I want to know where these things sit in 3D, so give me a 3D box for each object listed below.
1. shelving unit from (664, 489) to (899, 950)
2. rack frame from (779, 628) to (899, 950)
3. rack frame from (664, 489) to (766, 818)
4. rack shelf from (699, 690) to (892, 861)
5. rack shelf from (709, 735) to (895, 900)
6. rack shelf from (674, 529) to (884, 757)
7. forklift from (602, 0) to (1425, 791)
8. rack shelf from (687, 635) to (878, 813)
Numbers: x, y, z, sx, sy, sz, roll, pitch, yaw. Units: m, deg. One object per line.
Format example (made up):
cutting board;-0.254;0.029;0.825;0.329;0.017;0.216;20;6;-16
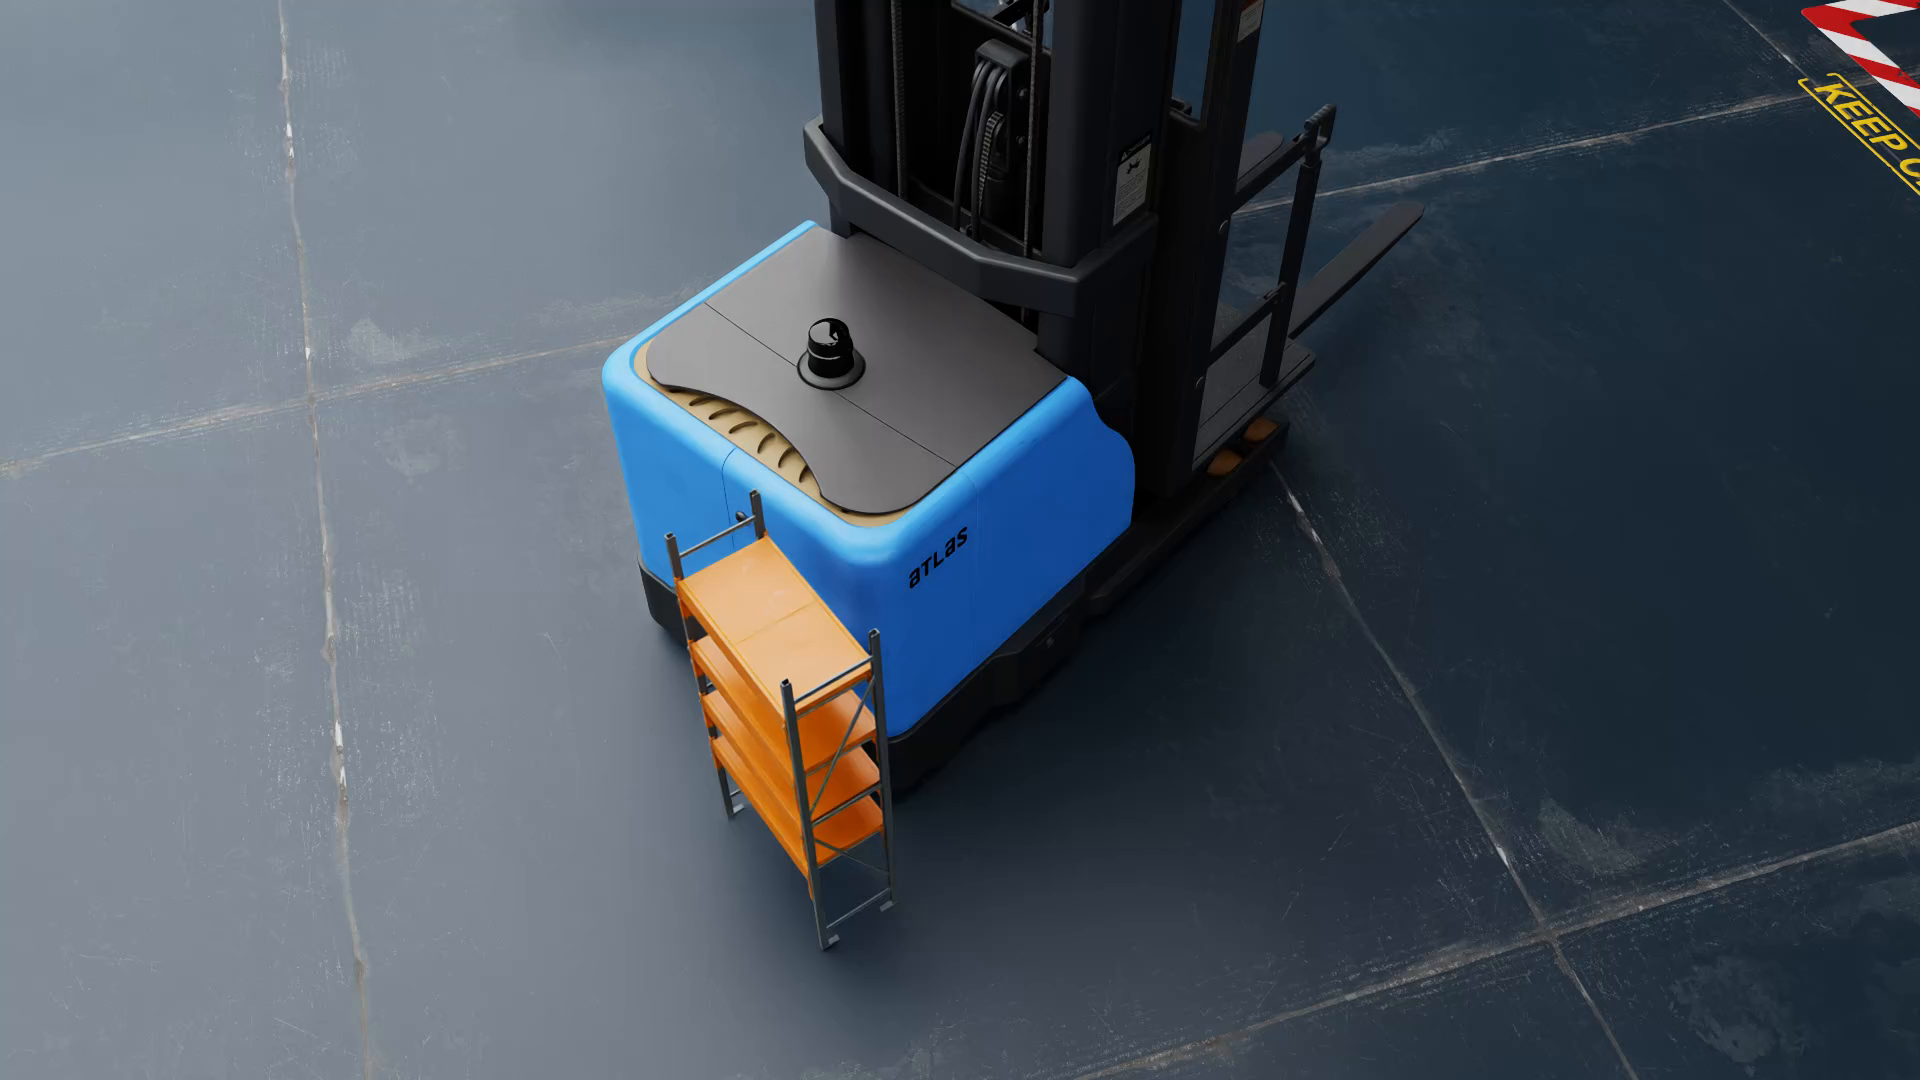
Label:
shelving unit;-0.410;0.478;4.061;0.258;1.200;0.503;-29;56;-22
rack frame;-0.268;0.629;3.933;0.240;1.200;0.015;-29;56;-22
rack frame;-0.552;0.326;4.189;0.240;1.200;0.015;-29;56;-22
rack shelf;-0.410;0.521;4.113;0.258;0.148;0.480;-29;56;-22
rack shelf;-0.408;0.648;4.265;0.258;0.148;0.480;-29;56;-22
rack shelf;-0.412;0.226;3.760;0.258;0.148;0.480;-29;56;-22
forklift;0.418;-1.305;4.433;1.130;2.935;3.031;34;58;25
rack shelf;-0.411;0.377;3.941;0.258;0.148;0.480;-29;56;-22
